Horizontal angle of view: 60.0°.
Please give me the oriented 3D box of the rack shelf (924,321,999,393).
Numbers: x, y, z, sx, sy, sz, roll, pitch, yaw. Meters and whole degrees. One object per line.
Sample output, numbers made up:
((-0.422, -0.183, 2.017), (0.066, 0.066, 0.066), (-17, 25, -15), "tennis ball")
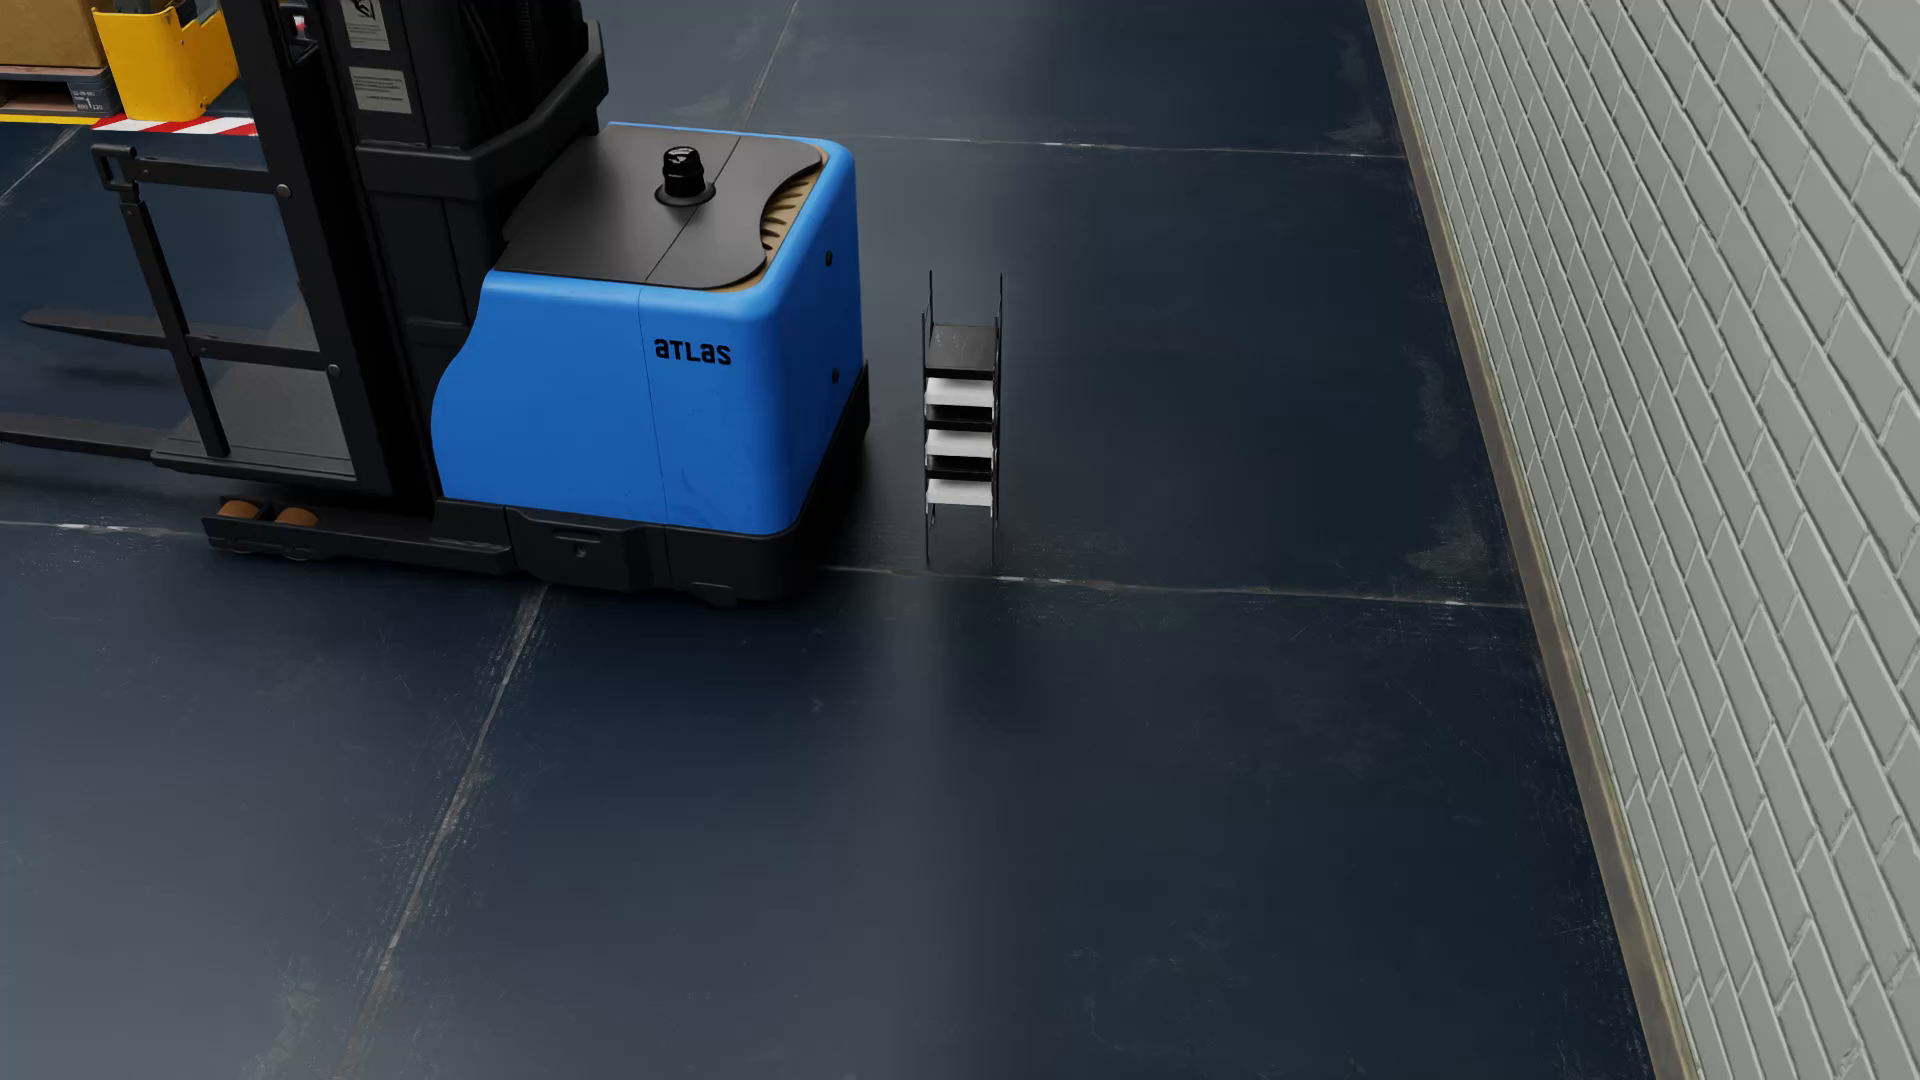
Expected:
((0.008, -0.532, 4.816), (0.200, 0.077, 0.258), (3, 39, 4), "rack shelf")

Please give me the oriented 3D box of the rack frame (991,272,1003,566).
((0.109, -0.343, 4.959), (0.006, 0.900, 0.240), (3, 39, 4), "rack frame")

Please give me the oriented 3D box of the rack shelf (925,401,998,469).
((0.008, -0.323, 4.986), (0.200, 0.077, 0.258), (3, 39, 4), "rack shelf")

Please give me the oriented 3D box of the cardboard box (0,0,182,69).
((-4.285, -2.769, 7.627), (0.875, 0.875, 0.875), (3, 39, 4), "cardboard box")

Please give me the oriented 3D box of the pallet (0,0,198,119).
((-4.444, -2.359, 7.981), (1.213, 0.211, 1.003), (3, 39, 4), "pallet")

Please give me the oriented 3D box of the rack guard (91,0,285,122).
((-3.616, -2.475, 7.895), (0.348, 0.500, 1.175), (3, 39, 4), "rack guard")

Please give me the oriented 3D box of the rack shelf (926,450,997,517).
((0.008, -0.183, 5.100), (0.200, 0.077, 0.258), (3, 39, 4), "rack shelf")

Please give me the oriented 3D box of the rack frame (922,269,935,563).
((-0.093, -0.354, 4.972), (0.006, 0.900, 0.240), (3, 39, 4), "rack frame")

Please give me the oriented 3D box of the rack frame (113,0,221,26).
((-3.640, -3.446, 7.108), (0.127, 3.000, 1.000), (3, 39, 4), "rack frame")

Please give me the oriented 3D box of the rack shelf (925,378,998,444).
((0.008, -0.392, 4.930), (0.200, 0.077, 0.258), (3, 39, 4), "rack shelf")

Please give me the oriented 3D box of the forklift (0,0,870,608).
((-1.873, -1.391, 4.637), (3.031, 2.935, 1.130), (7, 40, 8), "forklift")

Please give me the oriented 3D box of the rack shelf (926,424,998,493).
((0.008, -0.253, 5.043), (0.200, 0.077, 0.258), (3, 39, 4), "rack shelf")

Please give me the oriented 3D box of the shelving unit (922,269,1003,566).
((0.008, -0.349, 4.965), (0.210, 0.900, 0.258), (3, 39, 4), "shelving unit")

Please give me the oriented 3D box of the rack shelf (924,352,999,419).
((0.008, -0.462, 4.873), (0.200, 0.077, 0.258), (3, 39, 4), "rack shelf")
